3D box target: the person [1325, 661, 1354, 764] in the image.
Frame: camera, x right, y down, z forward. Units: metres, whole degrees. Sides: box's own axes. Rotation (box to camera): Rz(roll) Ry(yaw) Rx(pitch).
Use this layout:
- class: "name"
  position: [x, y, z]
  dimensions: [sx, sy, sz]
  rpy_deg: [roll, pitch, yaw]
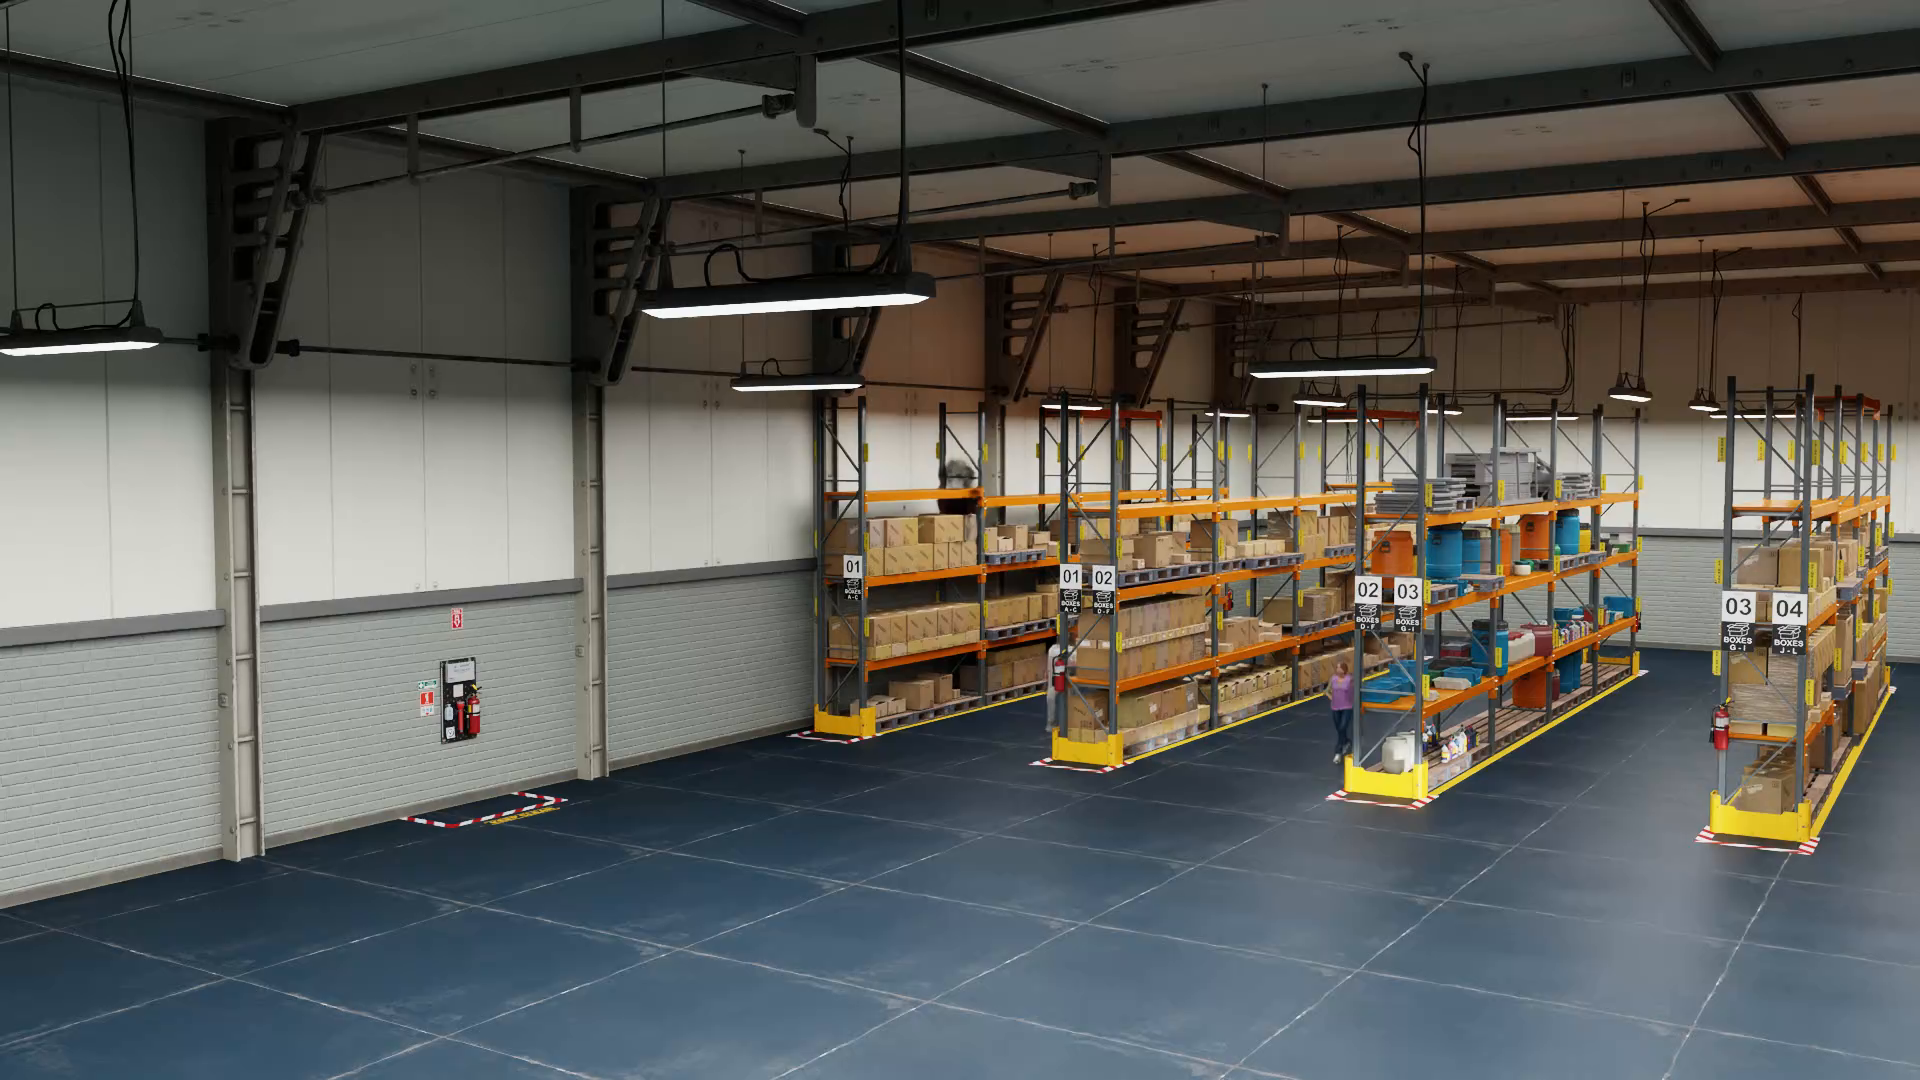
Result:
- class: "person"
  position: [6.220, 2.776, 27.089]
  dimensions: [0.550, 1.614, 0.859]
  rpy_deg: [2, 4, 33]

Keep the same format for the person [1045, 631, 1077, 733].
- class: "person"
  position: [1.818, 2.528, 30.054]
  dimensions: [0.649, 1.823, 0.885]
  rpy_deg: [1, 3, 23]
